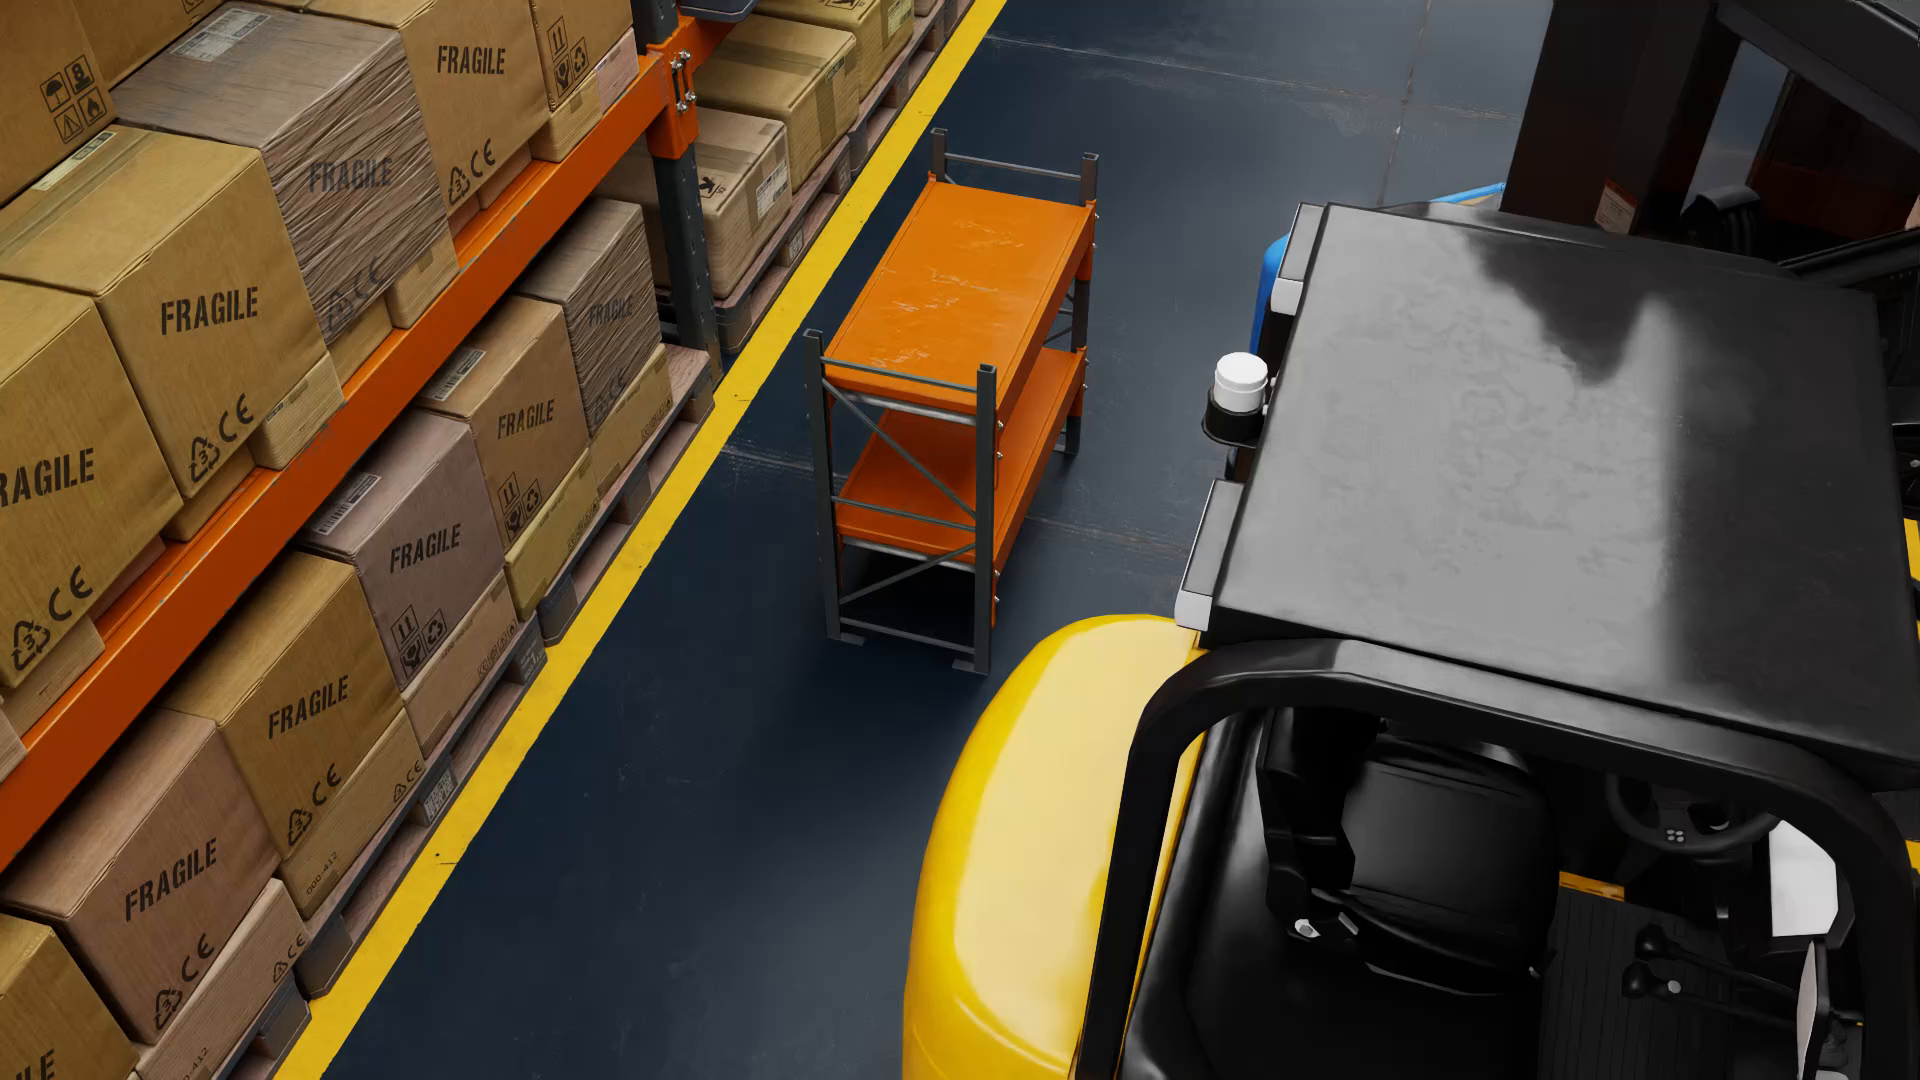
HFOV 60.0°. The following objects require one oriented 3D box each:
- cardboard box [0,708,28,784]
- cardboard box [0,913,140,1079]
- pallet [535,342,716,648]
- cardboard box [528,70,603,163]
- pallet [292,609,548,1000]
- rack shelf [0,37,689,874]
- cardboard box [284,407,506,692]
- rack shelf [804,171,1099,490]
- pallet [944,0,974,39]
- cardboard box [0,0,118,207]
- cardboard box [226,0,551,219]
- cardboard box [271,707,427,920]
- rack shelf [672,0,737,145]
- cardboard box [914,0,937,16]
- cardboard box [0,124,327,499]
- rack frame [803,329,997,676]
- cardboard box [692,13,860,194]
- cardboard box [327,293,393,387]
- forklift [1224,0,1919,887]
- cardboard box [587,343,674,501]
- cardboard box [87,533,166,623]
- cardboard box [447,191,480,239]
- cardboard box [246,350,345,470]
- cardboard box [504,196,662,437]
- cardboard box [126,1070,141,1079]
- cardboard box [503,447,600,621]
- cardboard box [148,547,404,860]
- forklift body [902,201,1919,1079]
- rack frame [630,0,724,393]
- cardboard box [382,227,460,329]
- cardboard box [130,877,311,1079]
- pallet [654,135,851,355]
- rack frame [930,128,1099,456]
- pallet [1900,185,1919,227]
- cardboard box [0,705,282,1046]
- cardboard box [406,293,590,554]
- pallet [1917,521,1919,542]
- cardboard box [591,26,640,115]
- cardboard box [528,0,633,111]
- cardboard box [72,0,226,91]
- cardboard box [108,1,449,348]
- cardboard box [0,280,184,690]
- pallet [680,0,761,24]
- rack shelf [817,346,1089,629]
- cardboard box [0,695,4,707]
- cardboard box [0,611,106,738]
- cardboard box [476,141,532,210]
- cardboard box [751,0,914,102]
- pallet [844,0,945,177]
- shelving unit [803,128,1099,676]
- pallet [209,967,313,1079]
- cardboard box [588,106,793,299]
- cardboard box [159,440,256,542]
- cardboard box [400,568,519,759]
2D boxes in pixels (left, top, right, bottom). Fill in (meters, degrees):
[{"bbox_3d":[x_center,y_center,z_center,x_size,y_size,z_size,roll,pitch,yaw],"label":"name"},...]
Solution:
[{"bbox_3d":[-1.893,0.373,2.903,0.380,0.149,0.250,13,46,13],"label":"cardboard box"},{"bbox_3d":[-2.020,1.026,3.186,0.500,0.500,0.500,11,45,11],"label":"cardboard box"},{"bbox_3d":[-1.492,-0.258,5.363,1.003,0.211,1.213,13,46,13],"label":"pallet"},{"bbox_3d":[-1.199,-1.173,4.484,0.380,0.149,0.250,13,46,13],"label":"cardboard box"},{"bbox_3d":[-1.860,0.558,4.529,1.003,0.211,1.213,13,46,13],"label":"pallet"},{"bbox_3d":[-1.928,-0.120,3.742,1.077,0.370,4.000,13,46,13],"label":"rack shelf"},{"bbox_3d":[-1.552,-0.014,4.249,0.500,0.500,0.500,15,46,15],"label":"cardboard box"},{"bbox_3d":[0.002,-0.616,4.656,0.538,0.278,1.000,13,46,13],"label":"rack shelf"},{"bbox_3d":[-0.350,-2.859,8.021,1.003,0.211,1.213,13,46,13],"label":"pallet"},{"bbox_3d":[-2.087,-0.930,3.057,0.700,0.500,0.500,12,46,12],"label":"cardboard box"},{"bbox_3d":[-1.370,-1.158,4.005,0.500,0.500,0.500,14,46,14],"label":"cardboard box"},{"bbox_3d":[-1.711,0.605,4.153,0.500,0.250,0.500,15,46,15],"label":"cardboard box"},{"bbox_3d":[-0.717,-2.786,6.466,1.077,0.370,4.000,13,46,13],"label":"rack shelf"},{"bbox_3d":[-0.508,-2.719,7.462,0.950,0.372,0.625,12,46,12],"label":"cardboard box"},{"bbox_3d":[-1.673,-0.469,3.300,0.500,0.500,0.500,12,46,12],"label":"cardboard box"},{"bbox_3d":[-0.152,-0.068,4.515,0.500,1.125,0.032,13,46,13],"label":"rack frame"},{"bbox_3d":[-0.952,-1.751,6.473,0.950,0.372,0.625,15,46,15],"label":"cardboard box"},{"bbox_3d":[-1.540,-0.499,3.795,0.380,0.149,0.250,12,46,12],"label":"cardboard box"},{"bbox_3d":[1.838,-0.275,3.436,1.130,2.935,3.031,-16,47,-16],"label":"forklift"},{"bbox_3d":[-1.246,-0.426,5.206,0.500,0.250,0.500,14,46,14],"label":"cardboard box"},{"bbox_3d":[-1.824,0.005,3.280,0.380,0.149,0.250,14,46,14],"label":"cardboard box"},{"bbox_3d":[-1.441,-0.853,4.157,0.380,0.149,0.250,12,46,12],"label":"cardboard box"},{"bbox_3d":[-1.584,-0.320,3.612,0.380,0.149,0.250,13,46,13],"label":"cardboard box"},{"bbox_3d":[-1.246,-0.694,4.944,0.500,0.500,0.500,12,46,12],"label":"cardboard box"},{"bbox_3d":[-2.026,1.310,3.432,0.500,0.250,0.500,12,46,12],"label":"cardboard box"},{"bbox_3d":[-1.397,-0.069,4.842,0.500,0.250,0.500,11,46,11],"label":"cardboard box"},{"bbox_3d":[-1.706,0.344,3.883,0.500,0.500,0.500,13,46,13],"label":"cardboard box"},{"bbox_3d":[1.033,0.658,3.039,2.313,2.155,1.214,13,46,13],"label":"forklift body"},{"bbox_3d":[-1.323,-1.710,4.853,1.000,3.000,0.127,13,46,13],"label":"rack frame"},{"bbox_3d":[-1.434,-0.663,3.963,0.380,0.149,0.250,12,46,12],"label":"cardboard box"},{"bbox_3d":[-1.865,0.971,3.778,0.500,0.250,0.500,14,46,14],"label":"cardboard box"},{"bbox_3d":[-1.088,-1.232,6.358,1.003,0.211,1.213,13,46,13],"label":"pallet"},{"bbox_3d":[0.156,-0.745,5.207,0.500,1.125,0.032,13,46,13],"label":"rack frame"},{"bbox_3d":[3.963,-0.979,6.100,1.003,0.211,1.213,13,46,13],"label":"pallet"},{"bbox_3d":[-1.865,0.677,3.543,0.500,0.500,0.500,11,45,11],"label":"cardboard box"},{"bbox_3d":[-1.399,-0.355,4.597,0.500,0.500,0.500,13,46,13],"label":"cardboard box"},{"bbox_3d":[3.595,-0.164,5.266,1.003,0.211,1.213,13,46,13],"label":"pallet"},{"bbox_3d":[-1.130,-1.341,4.655,0.380,0.149,0.250,12,46,12],"label":"cardboard box"},{"bbox_3d":[-1.220,-1.503,4.357,0.500,0.500,0.500,11,46,11],"label":"cardboard box"},{"bbox_3d":[-2.016,-1.297,3.432,0.700,0.500,0.500,12,46,12],"label":"cardboard box"},{"bbox_3d":[-1.522,-0.812,3.651,0.500,0.500,0.500,14,46,14],"label":"cardboard box"},{"bbox_3d":[-1.819,-0.128,2.952,0.500,0.500,0.500,12,46,12],"label":"cardboard box"},{"bbox_3d":[-0.953,-2.120,5.409,1.003,0.211,1.213,13,46,13],"label":"pallet"},{"bbox_3d":[0.002,-0.232,5.032,0.538,0.278,1.000,13,46,13],"label":"rack shelf"},{"bbox_3d":[-1.973,0.211,2.605,0.500,0.500,0.500,14,46,14],"label":"cardboard box"},{"bbox_3d":[-1.846,0.194,3.087,0.380,0.149,0.250,14,46,14],"label":"cardboard box"},{"bbox_3d":[-1.352,-1.016,4.323,0.380,0.149,0.250,13,46,13],"label":"cardboard box"},{"bbox_3d":[-0.743,-2.215,6.947,0.950,0.372,0.625,14,46,14],"label":"cardboard box"},{"bbox_3d":[-0.721,-2.048,7.192,1.003,0.211,1.213,13,46,13],"label":"pallet"},{"bbox_3d":[0.002,-0.407,4.861,0.538,1.125,1.048,13,46,13],"label":"shelving unit"},{"bbox_3d":[-2.231,1.368,3.701,1.003,0.211,1.213,13,46,13],"label":"pallet"},{"bbox_3d":[-1.166,-1.271,5.983,0.950,0.372,0.625,13,46,13],"label":"cardboard box"},{"bbox_3d":[-1.716,-0.165,3.453,0.380,0.149,0.250,11,46,11],"label":"cardboard box"},{"bbox_3d":[-1.556,0.269,4.496,0.500,0.250,0.500,13,46,13],"label":"cardboard box"}]
